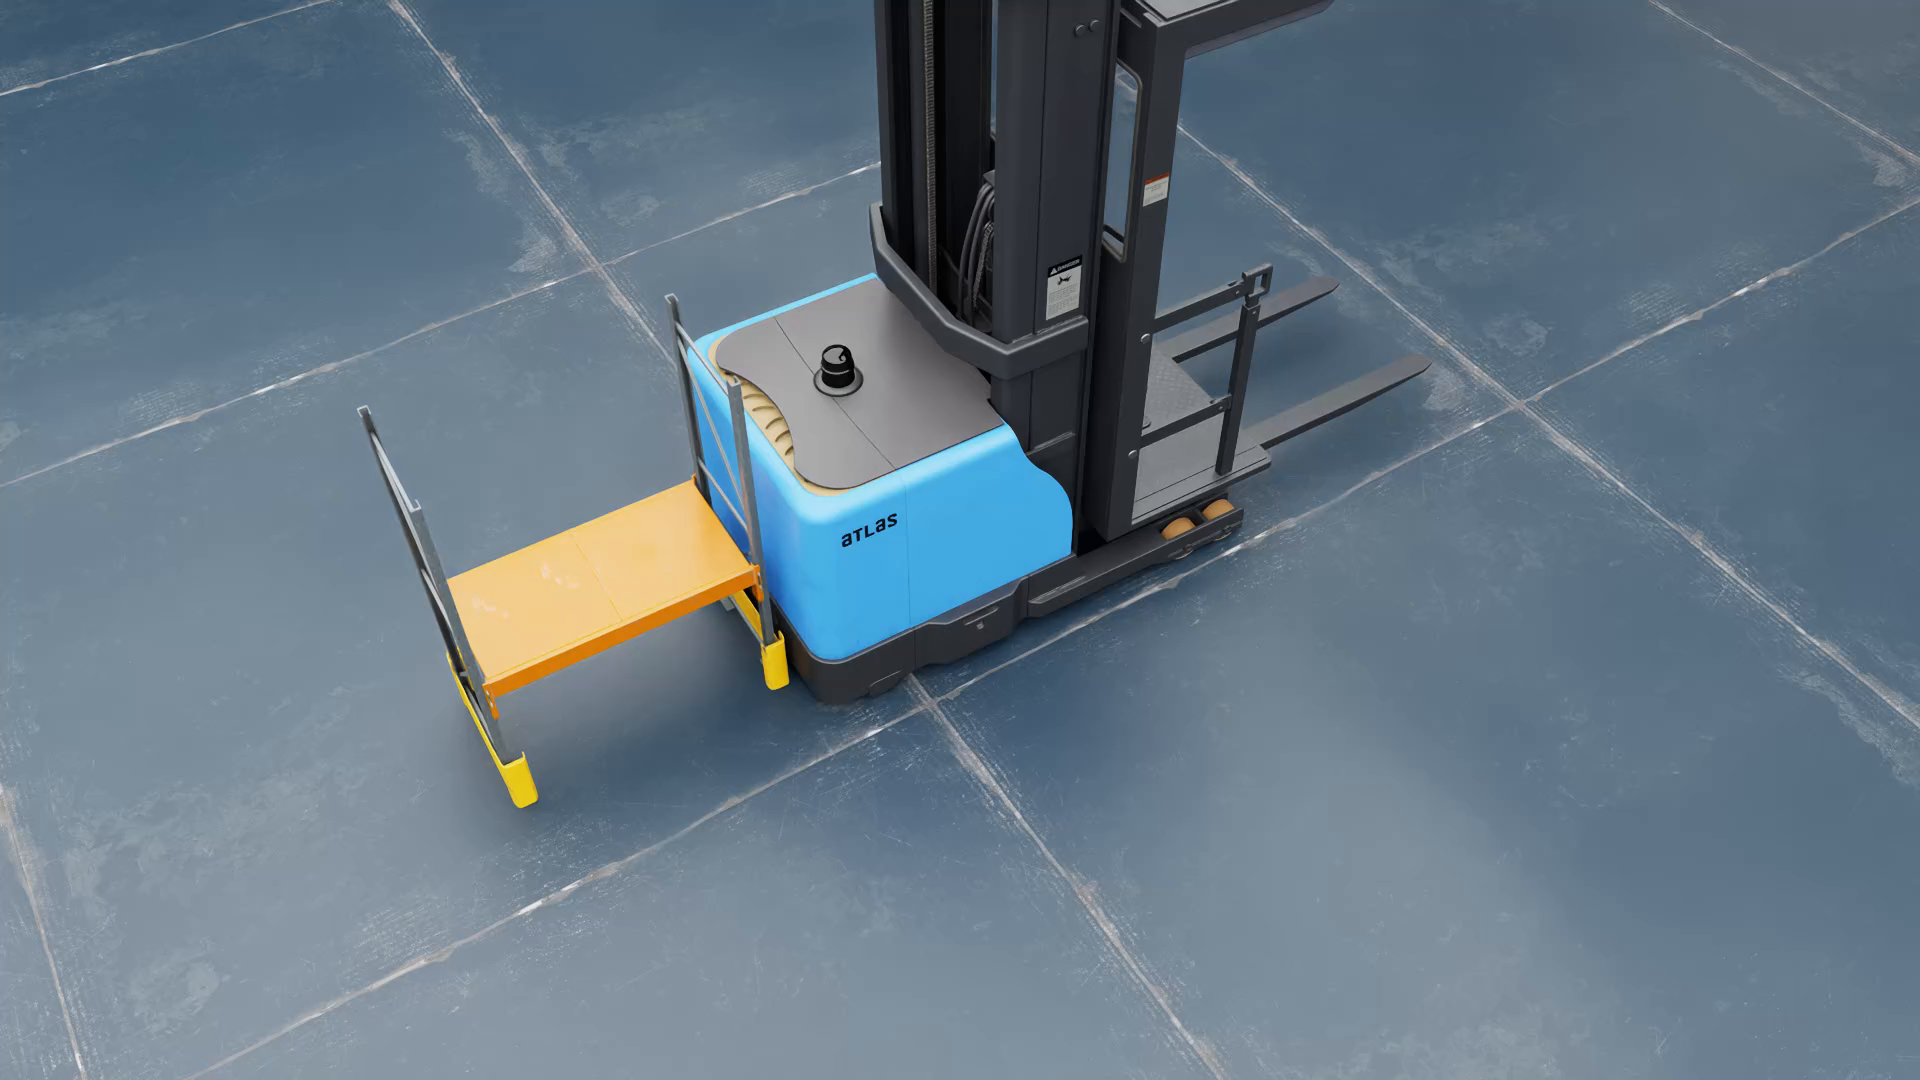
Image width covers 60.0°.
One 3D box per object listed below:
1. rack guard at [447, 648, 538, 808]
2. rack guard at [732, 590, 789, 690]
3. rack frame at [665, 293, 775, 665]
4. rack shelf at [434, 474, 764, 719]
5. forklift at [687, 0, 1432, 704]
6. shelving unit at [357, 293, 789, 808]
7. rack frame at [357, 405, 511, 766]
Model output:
[{"bbox_3d":[-1.670,0.663,5.938,0.087,0.250,0.587,-24,53,-20],"label":"rack guard"},{"bbox_3d":[-0.817,0.278,6.280,0.087,0.250,0.587,-24,53,-20],"label":"rack guard"},{"bbox_3d":[-0.816,-0.138,5.814,0.032,1.500,0.500,-24,53,-20],"label":"rack frame"},{"bbox_3d":[-1.252,0.178,5.773,1.000,0.185,0.538,-24,53,-20],"label":"rack shelf"},{"bbox_3d":[0.541,-1.217,5.816,3.031,2.935,1.130,-24,53,-20],"label":"forklift"},{"bbox_3d":[-1.244,0.055,5.642,1.083,1.500,0.587,-24,53,-20],"label":"shelving unit"},{"bbox_3d":[-1.687,0.254,5.465,0.032,1.500,0.500,-24,53,-20],"label":"rack frame"}]
